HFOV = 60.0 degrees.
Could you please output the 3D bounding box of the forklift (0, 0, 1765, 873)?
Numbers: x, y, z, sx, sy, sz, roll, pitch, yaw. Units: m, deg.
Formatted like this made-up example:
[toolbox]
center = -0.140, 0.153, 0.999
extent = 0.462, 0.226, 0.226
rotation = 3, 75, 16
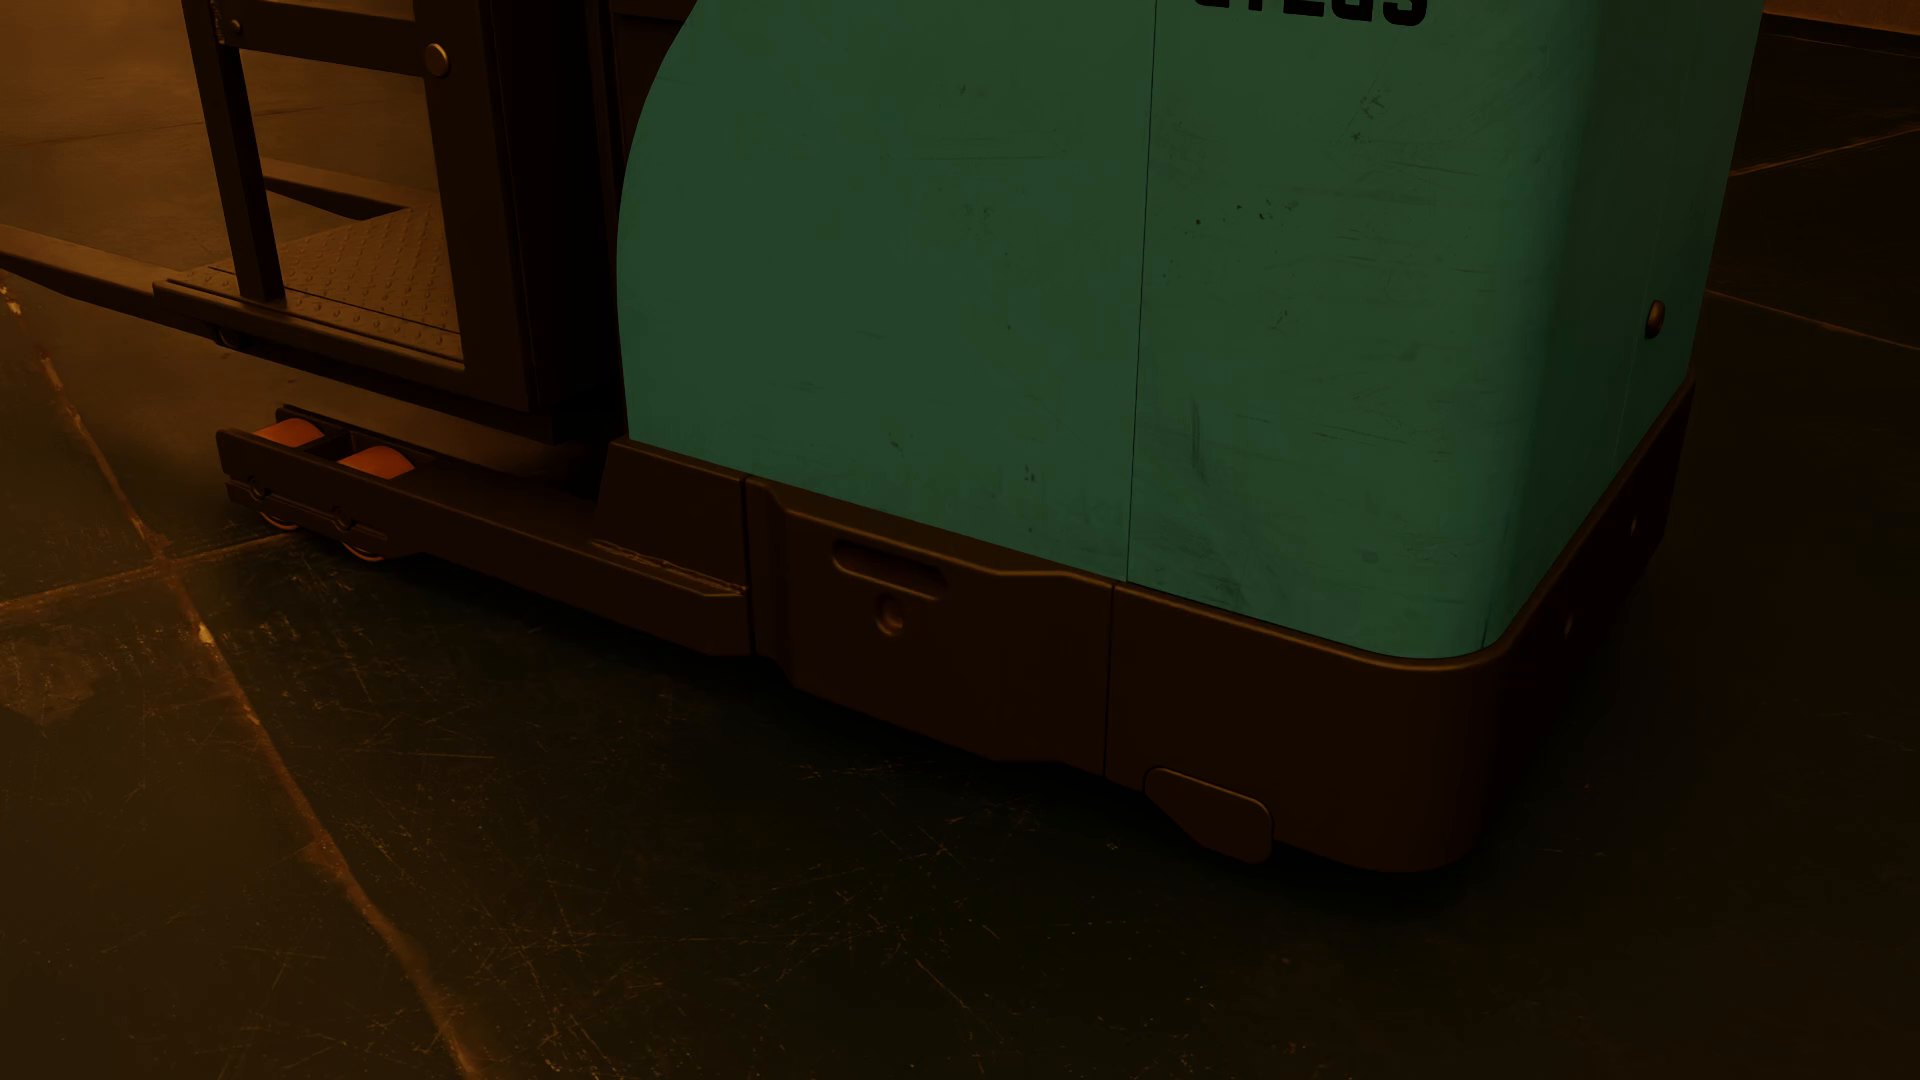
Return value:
[forklift]
center = -0.511, -1.459, 2.139
extent = 3.031, 2.935, 1.130
rotation = 16, 31, 29
